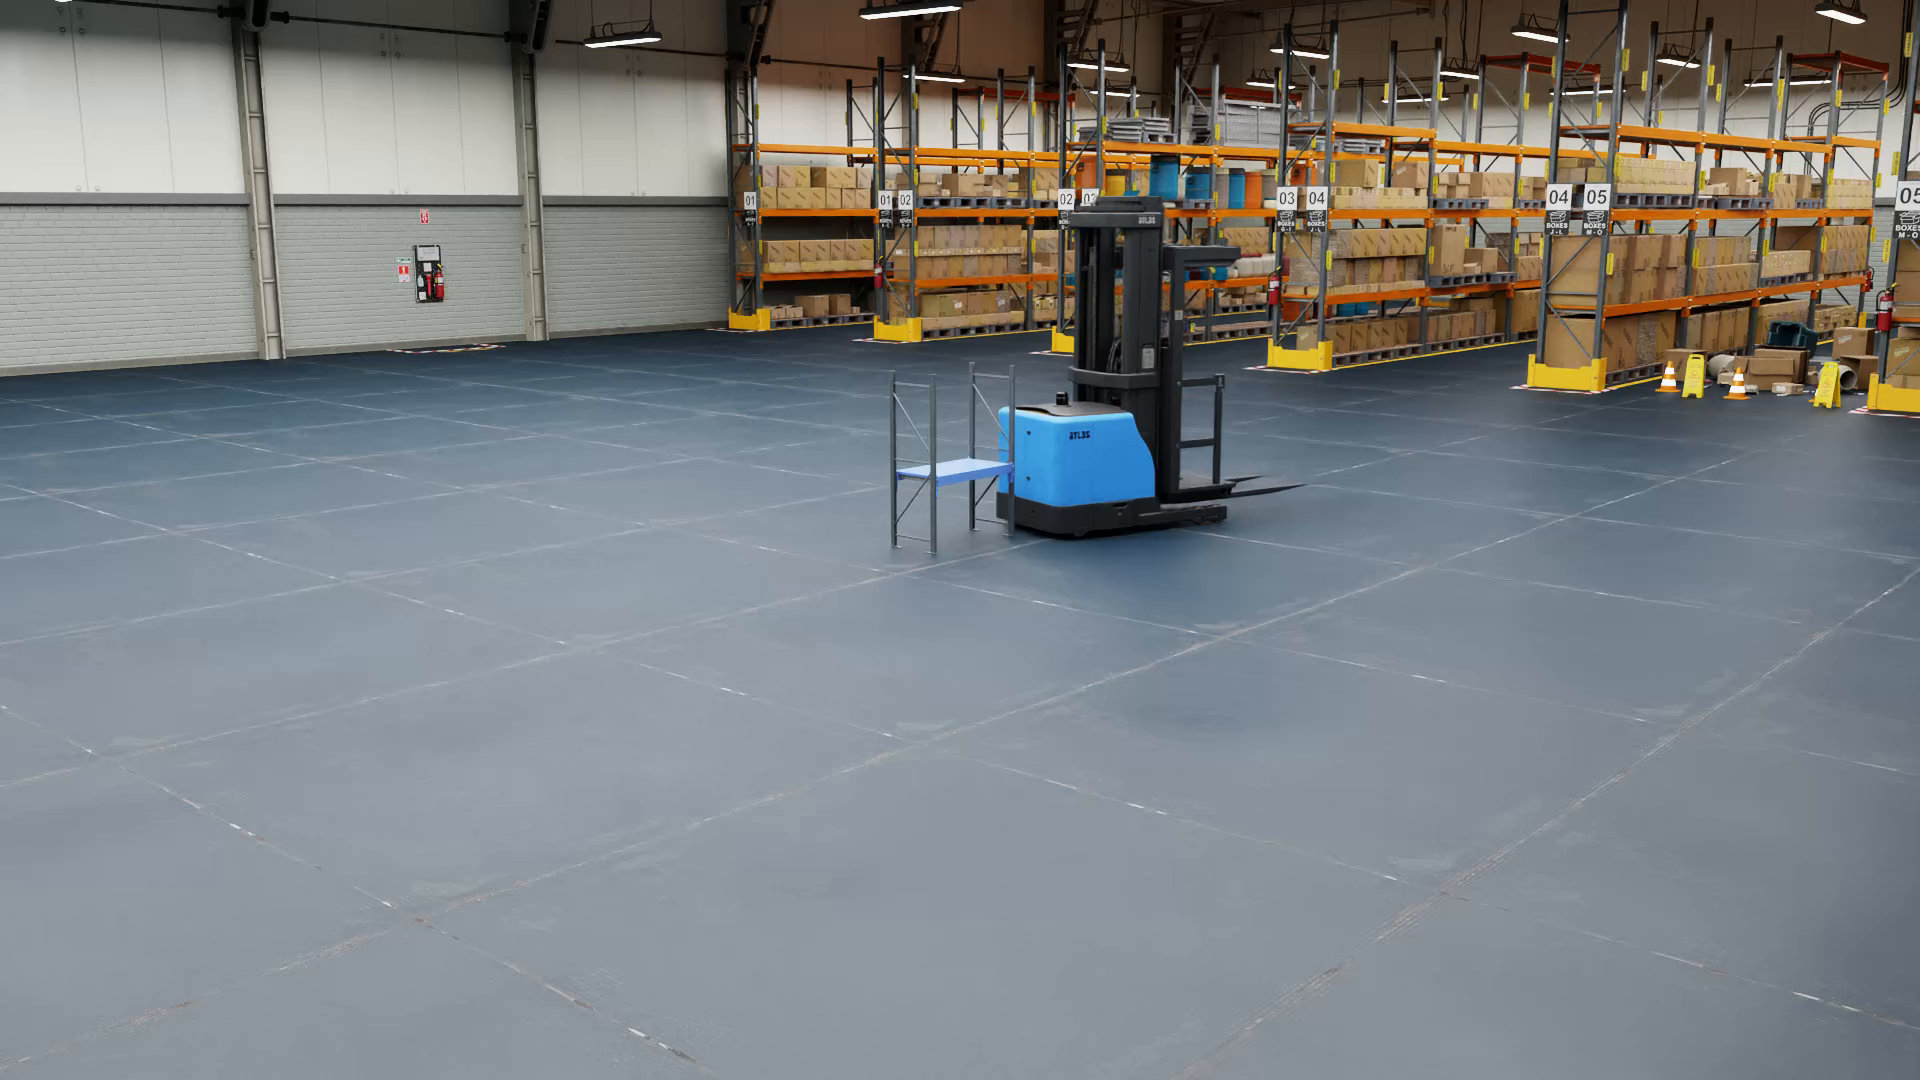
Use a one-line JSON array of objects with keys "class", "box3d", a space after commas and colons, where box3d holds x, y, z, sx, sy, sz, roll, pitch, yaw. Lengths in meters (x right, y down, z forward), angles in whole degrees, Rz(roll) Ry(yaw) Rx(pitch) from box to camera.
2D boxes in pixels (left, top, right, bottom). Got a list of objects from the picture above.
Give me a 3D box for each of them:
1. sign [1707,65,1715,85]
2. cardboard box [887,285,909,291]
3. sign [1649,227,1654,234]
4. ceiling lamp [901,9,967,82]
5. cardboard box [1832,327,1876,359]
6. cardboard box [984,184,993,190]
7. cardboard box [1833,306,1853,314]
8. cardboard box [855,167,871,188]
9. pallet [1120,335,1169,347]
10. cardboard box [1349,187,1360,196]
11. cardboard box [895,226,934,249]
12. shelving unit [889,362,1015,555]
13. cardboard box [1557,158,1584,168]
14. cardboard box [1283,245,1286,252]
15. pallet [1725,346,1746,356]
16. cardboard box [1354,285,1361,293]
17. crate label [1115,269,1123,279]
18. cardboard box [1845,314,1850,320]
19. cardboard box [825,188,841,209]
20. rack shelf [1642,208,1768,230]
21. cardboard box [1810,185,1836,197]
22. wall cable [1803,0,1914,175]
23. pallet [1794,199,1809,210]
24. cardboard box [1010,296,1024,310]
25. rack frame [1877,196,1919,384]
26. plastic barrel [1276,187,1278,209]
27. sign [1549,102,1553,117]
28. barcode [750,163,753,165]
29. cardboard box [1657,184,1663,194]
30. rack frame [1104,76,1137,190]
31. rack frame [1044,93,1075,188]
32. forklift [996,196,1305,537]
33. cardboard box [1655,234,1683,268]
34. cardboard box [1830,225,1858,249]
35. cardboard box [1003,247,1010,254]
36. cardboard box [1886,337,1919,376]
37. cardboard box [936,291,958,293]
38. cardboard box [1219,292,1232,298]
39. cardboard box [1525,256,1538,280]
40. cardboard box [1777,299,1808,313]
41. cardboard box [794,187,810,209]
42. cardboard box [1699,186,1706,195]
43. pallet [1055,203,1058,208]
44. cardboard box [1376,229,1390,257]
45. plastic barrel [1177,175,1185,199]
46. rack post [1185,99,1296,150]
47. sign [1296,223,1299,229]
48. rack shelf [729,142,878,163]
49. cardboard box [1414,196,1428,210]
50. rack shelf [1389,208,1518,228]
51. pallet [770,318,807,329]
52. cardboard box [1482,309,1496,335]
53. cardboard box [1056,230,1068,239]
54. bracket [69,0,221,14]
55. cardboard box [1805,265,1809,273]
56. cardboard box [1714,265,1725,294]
[{"class": "sign", "box3d": [12.786, -7.914, 28.321, 0.100, 0.325, 0.005, 10, 15, 40]}, {"class": "cardboard box", "box3d": [-1.675, -6.623, 43.306, 0.500, 0.250, 0.500, 9, 15, 39]}, {"class": "sign", "box3d": [17.046, -7.546, 41.020, 0.100, 0.325, 0.005, 10, 15, 40]}, {"class": "ceiling lamp", "box3d": [-0.417, -12.511, 39.223, 0.800, 3.185, 2.000, 10, 15, 40]}, {"class": "cardboard box", "box3d": [14.814, -3.258, 27.564, 0.500, 0.500, 0.500, 10, 15, 40]}, {"class": "cardboard box", "box3d": [0.401, -8.032, 38.156, 0.500, 0.311, 0.500, 9, 14, 37]}, {"class": "cardboard box", "box3d": [19.863, -5.183, 37.438, 0.380, 0.149, 0.250, 9, 15, 39]}, {"class": "cardboard box", "box3d": [-2.563, -9.001, 41.350, 0.500, 0.500, 0.500, 8, 14, 36]}, {"class": "pallet", "box3d": [3.726, -4.168, 34.787, 1.003, 0.211, 1.213, 10, 15, 40]}, {"class": "cardboard box", "box3d": [6.993, -6.293, 30.016, 0.380, 0.149, 0.250, 11, 15, 43]}, {"class": "cardboard box", "box3d": [-1.000, -6.621, 36.385, 0.700, 0.500, 0.500, 10, 15, 41]}, {"class": "shelving unit", "box3d": [-0.056, -0.723, 14.251, 0.538, 1.500, 1.048, 10, 15, 40]}, {"class": "cardboard box", "box3d": [9.712, -6.011, 26.517, 0.380, 0.149, 0.250, 10, 15, 41]}, {"class": "cardboard box", "box3d": [9.118, -8.163, 47.417, 0.500, 0.500, 0.500, 10, 15, 42]}, {"class": "pallet", "box3d": [14.449, -3.627, 32.081, 1.003, 0.211, 1.213, 10, 15, 40]}, {"class": "cardboard box", "box3d": [7.129, -4.612, 30.536, 0.380, 0.149, 0.250, 10, 15, 40]}, {"class": "crate label", "box3d": [3.377, -5.543, 34.466, 0.502, 0.435, 0.616, 10, 15, 40]}, {"class": "cardboard box", "box3d": [19.831, -5.040, 37.484, 0.380, 0.149, 0.250, 9, 14, 38]}, {"class": "cardboard box", "box3d": [-3.264, -8.354, 40.663, 0.500, 0.500, 0.500, 9, 14, 38]}, {"class": "rack shelf", "box3d": [13.706, -5.925, 30.643, 1.077, 0.370, 4.000, 10, 15, 40]}, {"class": "cardboard box", "box3d": [18.164, -7.372, 35.157, 0.500, 0.250, 0.500, 10, 15, 42]}, {"class": "wall cable", "box3d": [22.969, -11.840, 42.549, 2.277, 5.999, 0.120, 10, 15, 40]}, {"class": "pallet", "box3d": [16.496, -6.838, 33.859, 1.213, 0.211, 1.003, 10, 15, 40]}, {"class": "cardboard box", "box3d": [1.339, -5.679, 39.751, 0.500, 0.311, 0.500, 10, 15, 40]}, {"class": "rack frame", "box3d": [13.530, -3.299, 23.317, 1.000, 3.000, 0.127, 10, 15, 40]}, {"class": "plastic barrel", "box3d": [7.211, -7.917, 38.496, 0.421, 0.512, 0.421, 0, 11, 0]}, {"class": "sign", "box3d": [13.607, -9.898, 38.254, 0.100, 0.325, 0.005, 10, 15, 40]}, {"class": "barcode", "box3d": [-4.983, -8.975, 39.738, 0.001, 0.075, 0.075, 10, 15, 40]}, {"class": "cardboard box", "box3d": [11.378, -5.795, 27.473, 0.380, 0.149, 0.250, 10, 15, 40]}, {"class": "rack frame", "box3d": [3.928, -9.980, 41.453, 1.000, 3.000, 0.127, 10, 15, 40]}, {"class": "rack frame", "box3d": [2.845, -11.209, 47.603, 1.000, 3.000, 0.127, 10, 15, 40]}, {"class": "forklift", "box3d": [1.855, -1.652, 15.250, 3.031, 2.935, 1.130, -7, 13, -31]}, {"class": "cardboard box", "box3d": [11.840, -4.970, 28.543, 0.875, 0.550, 0.550, 10, 15, 40]}, {"class": "cardboard box", "box3d": [19.521, -6.711, 36.836, 0.500, 0.500, 0.500, 11, 16, 43]}, {"class": "cardboard box", "box3d": [0.933, -6.674, 38.306, 0.380, 0.149, 0.250, 9, 15, 39]}, {"class": "cardboard box", "box3d": [13.863, -2.675, 24.231, 0.500, 0.500, 0.500, 10, 15, 41]}, {"class": "cardboard box", "box3d": [-0.242, -5.426, 38.003, 0.500, 0.500, 0.500, 10, 15, 40]}, {"class": "cardboard box", "box3d": [7.226, -6.755, 46.363, 0.500, 0.311, 0.500, 10, 15, 40]}, {"class": "cardboard box", "box3d": [12.231, -5.918, 36.179, 0.500, 0.500, 0.500, 9, 15, 39]}, {"class": "cardboard box", "box3d": [17.365, -4.895, 34.704, 0.500, 0.250, 0.500, 9, 15, 39]}, {"class": "cardboard box", "box3d": [-3.947, -8.199, 39.888, 0.500, 0.500, 0.500, 11, 16, 43]}, {"class": "cardboard box", "box3d": [12.971, -6.229, 29.345, 0.258, 0.266, 0.396, 9, 15, 39]}, {"class": "pallet", "box3d": [2.811, -8.140, 40.382, 1.003, 0.211, 1.213, 11, 16, 43]}, {"class": "cardboard box", "box3d": [7.644, -5.532, 30.929, 0.500, 0.500, 0.500, 10, 15, 40]}, {"class": "plastic barrel", "box3d": [4.574, -7.502, 35.349, 0.421, 0.512, 0.421, 0, 11, 0]}, {"class": "rack post", "box3d": [6.241, -9.149, 36.784, 1.013, 1.000, 3.121, 10, 15, 40]}, {"class": "sign", "box3d": [9.612, -8.863, 47.415, 0.100, 0.325, 0.005, 10, 15, 40]}, {"class": "rack shelf", "box3d": [-3.756, -9.383, 40.308, 1.077, 0.370, 4.000, 10, 15, 40]}, {"class": "cardboard box", "box3d": [8.622, -6.465, 31.895, 0.500, 0.250, 0.500, 11, 15, 42]}, {"class": "rack shelf", "box3d": [10.047, -6.581, 33.928, 1.077, 0.370, 4.000, 10, 15, 40]}, {"class": "pallet", "box3d": [-4.463, -5.260, 40.256, 1.003, 0.211, 1.213, 10, 15, 40]}, {"class": "cardboard box", "box3d": [10.940, -4.646, 35.320, 0.700, 0.500, 0.500, 9, 14, 37]}, {"class": "cardboard box", "box3d": [2.729, -8.737, 47.567, 0.500, 0.250, 0.500, 10, 15, 42]}, {"class": "bracket", "box3d": [-14.905, -9.169, 28.201, 0.076, 0.066, 4.783, 10, 15, 40]}, {"class": "cardboard box", "box3d": [17.553, -5.688, 34.849, 0.380, 0.149, 0.250, 9, 15, 39]}, {"class": "cardboard box", "box3d": [13.599, -4.751, 30.336, 0.500, 0.500, 0.500, 10, 15, 40]}]
